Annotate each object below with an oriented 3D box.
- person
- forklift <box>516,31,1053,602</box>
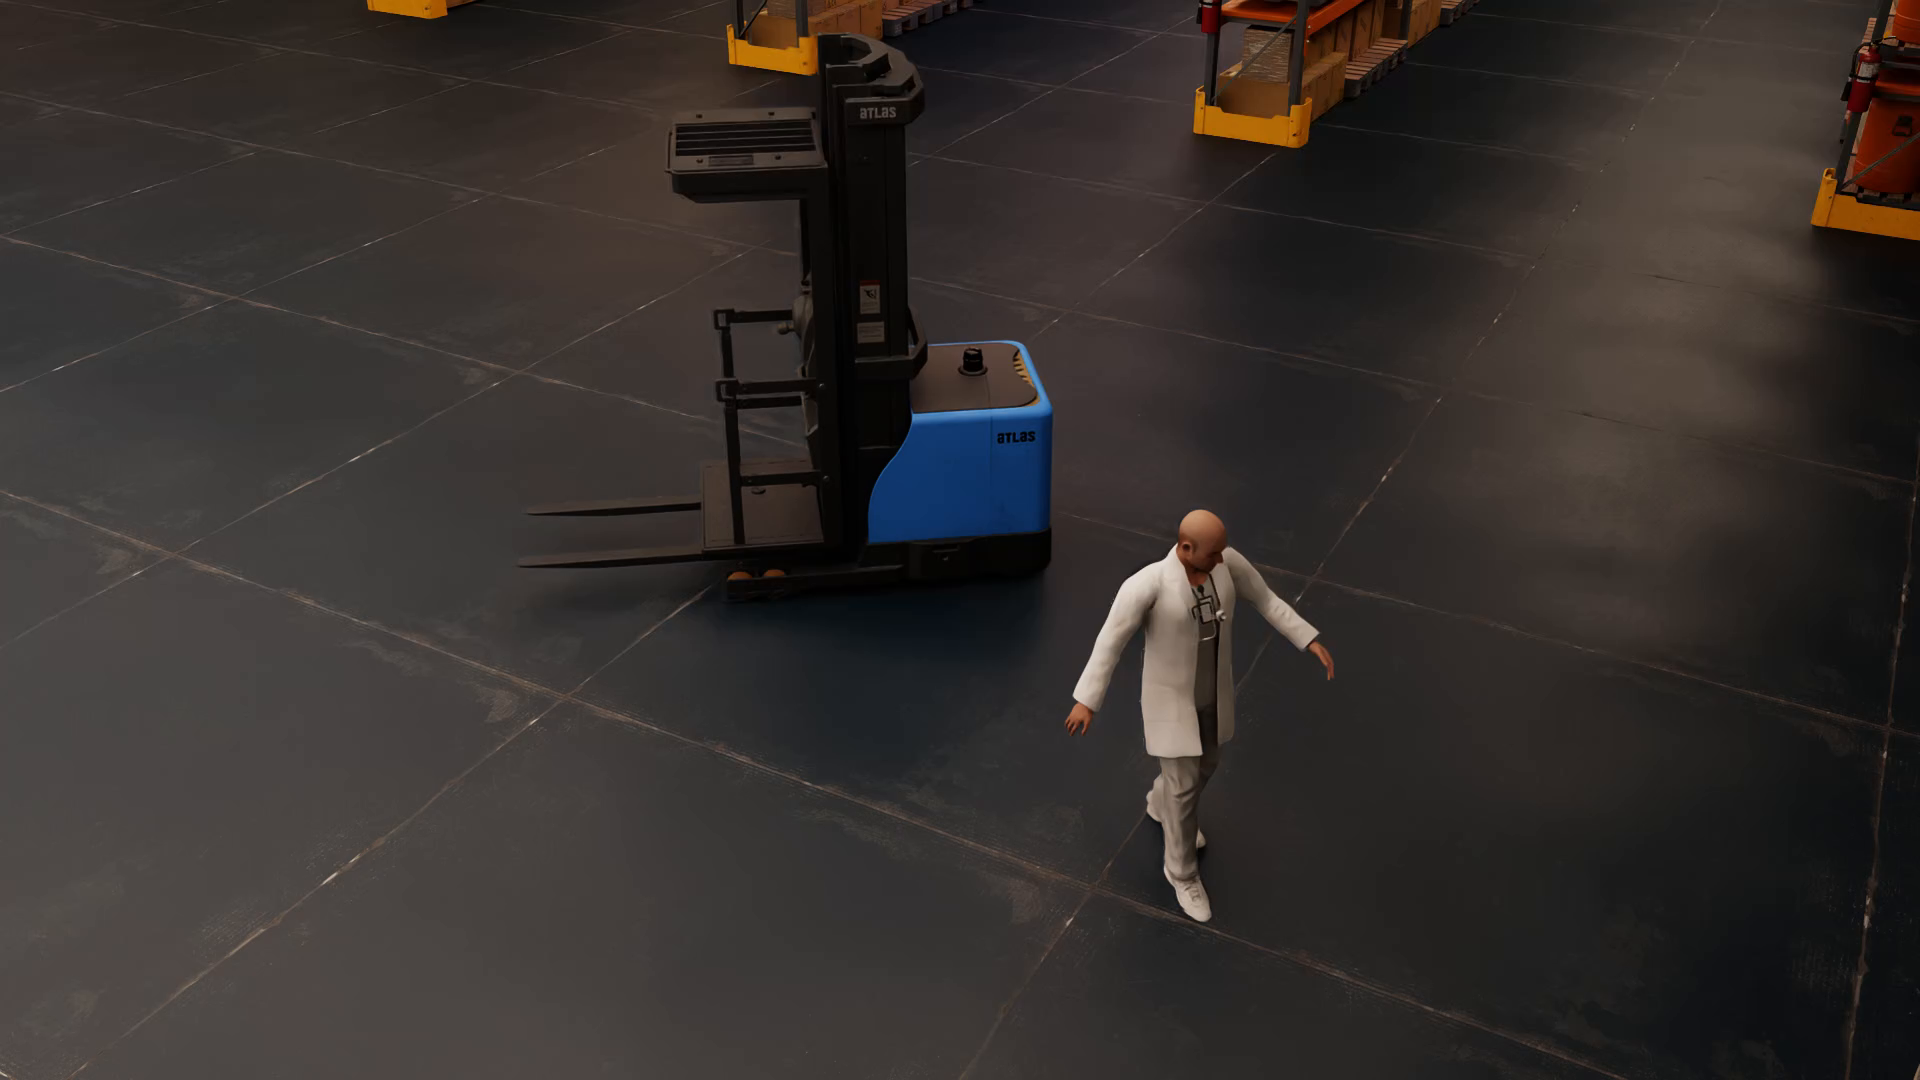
[{"bbox_3d":[0.991,0.709,7.063,1.049,1.782,0.760,-15,33,-24],"label":"person"},{"bbox_3d":[-1.032,-1.204,9.156,3.031,2.935,1.130,-4,30,-7],"label":"forklift"}]
